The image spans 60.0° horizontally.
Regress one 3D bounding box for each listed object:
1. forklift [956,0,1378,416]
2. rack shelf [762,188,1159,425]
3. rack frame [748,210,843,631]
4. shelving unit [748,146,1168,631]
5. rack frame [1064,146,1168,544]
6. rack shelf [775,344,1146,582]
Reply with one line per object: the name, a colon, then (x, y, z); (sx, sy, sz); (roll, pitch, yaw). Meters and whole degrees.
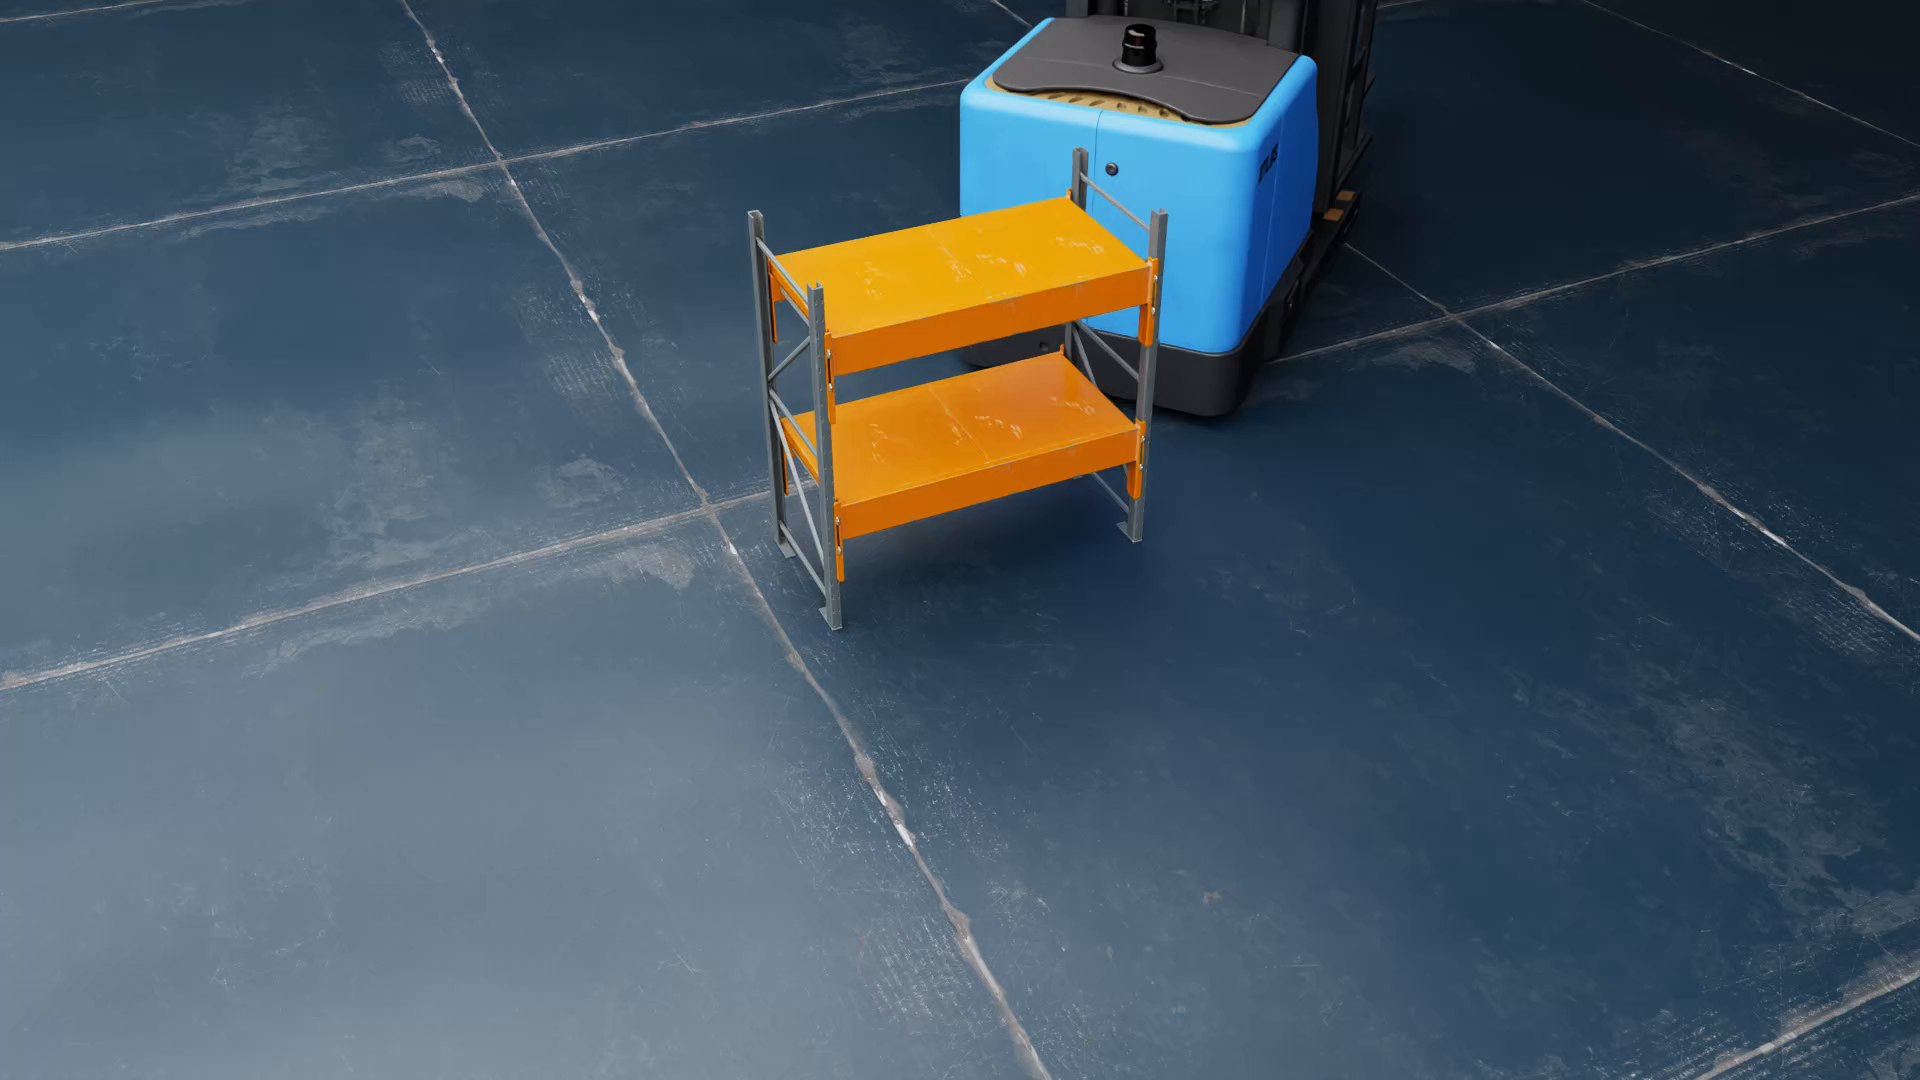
forklift: (1.043, -2.474, 6.125); (1.130, 2.935, 3.031); (15, 39, 19)
rack shelf: (-0.006, -0.685, 4.738); (1.000, 0.278, 0.538); (-16, 39, -20)
rack frame: (-0.466, -0.321, 4.739); (0.032, 1.125, 0.500); (-16, 39, -20)
shelving unit: (-0.006, -0.450, 4.913); (1.048, 1.125, 0.538); (-16, 39, -20)
rack frame: (0.454, -0.579, 5.086); (0.032, 1.125, 0.500); (-16, 39, -20)
rack shelf: (-0.006, -0.254, 5.058); (1.000, 0.278, 0.538); (-16, 39, -20)
